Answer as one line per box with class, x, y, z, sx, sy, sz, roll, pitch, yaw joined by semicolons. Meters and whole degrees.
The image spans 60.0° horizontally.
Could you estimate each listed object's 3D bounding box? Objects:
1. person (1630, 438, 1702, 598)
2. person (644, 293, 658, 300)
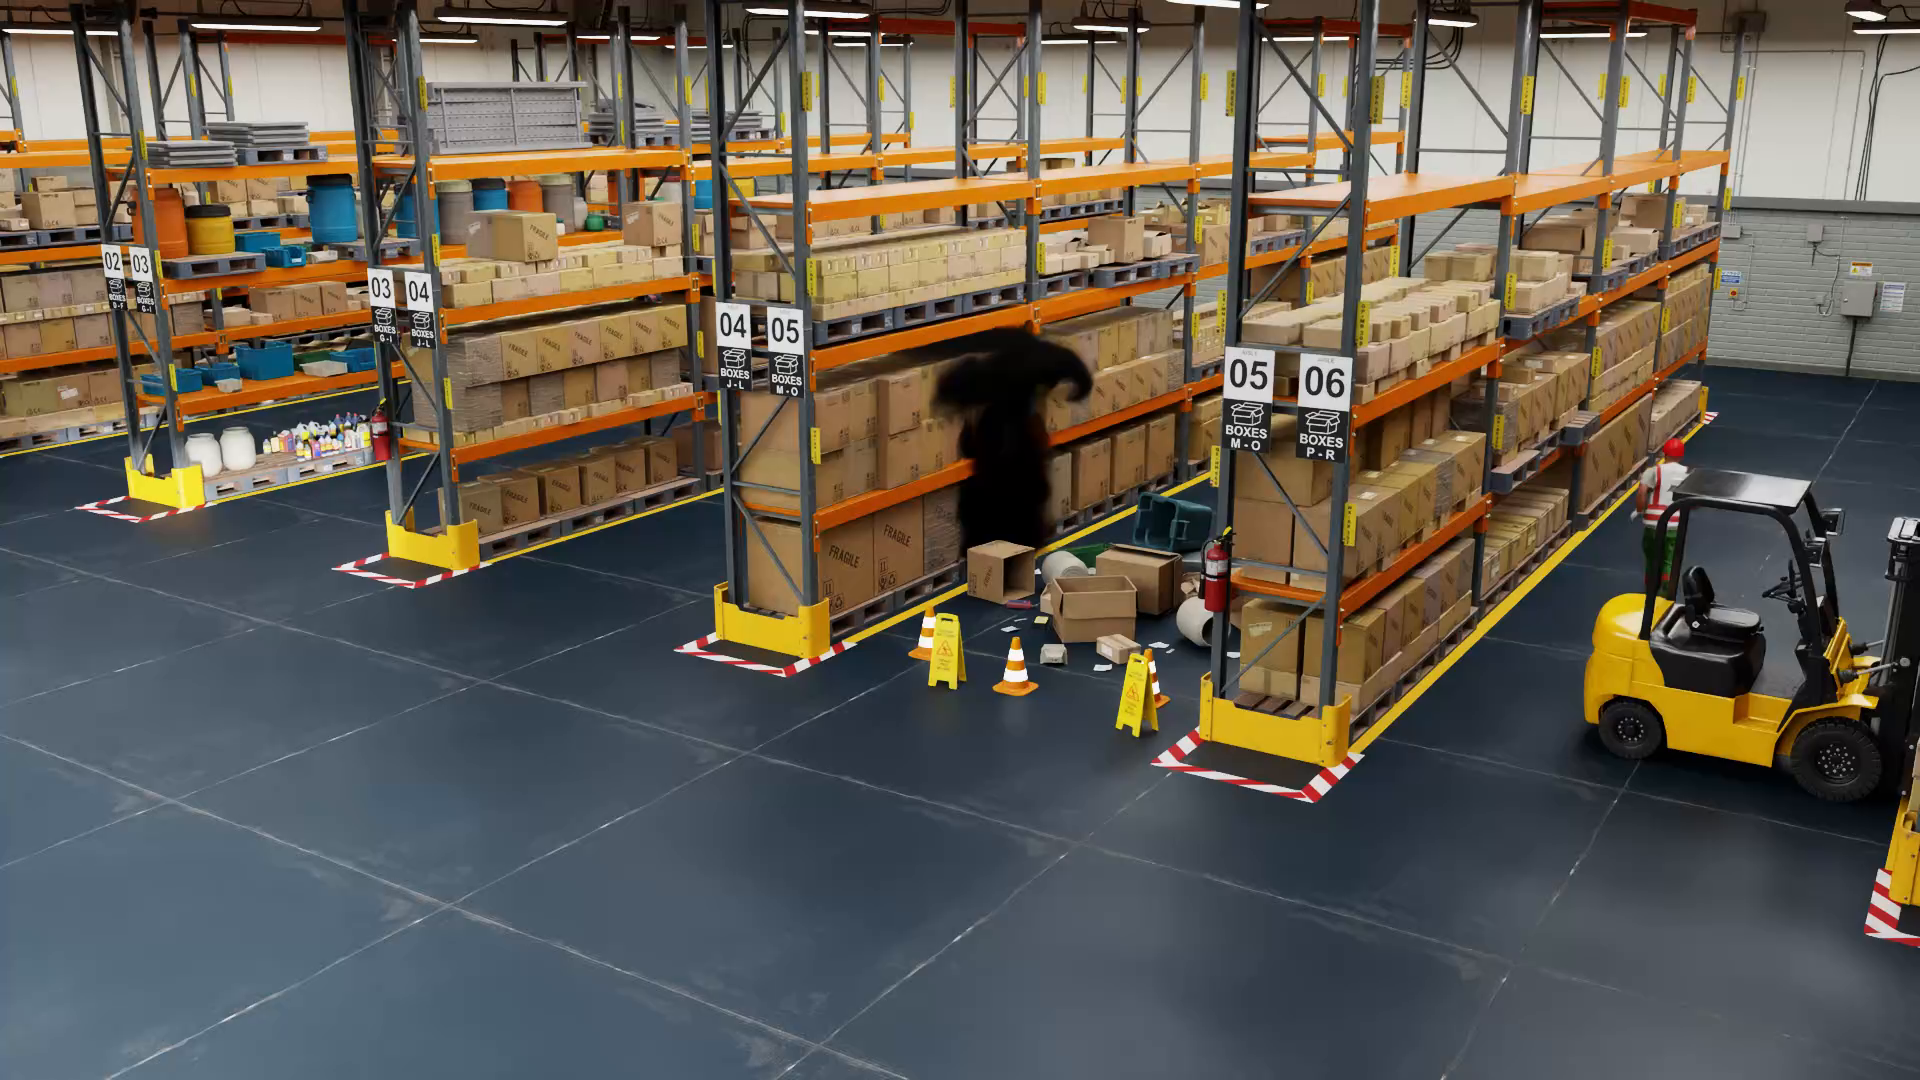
person;6.944;-0.104;16.348;0.671;1.747;0.913;5;16;18
person;-5.725;-4.124;31.057;0.537;1.616;0.859;12;19;36
